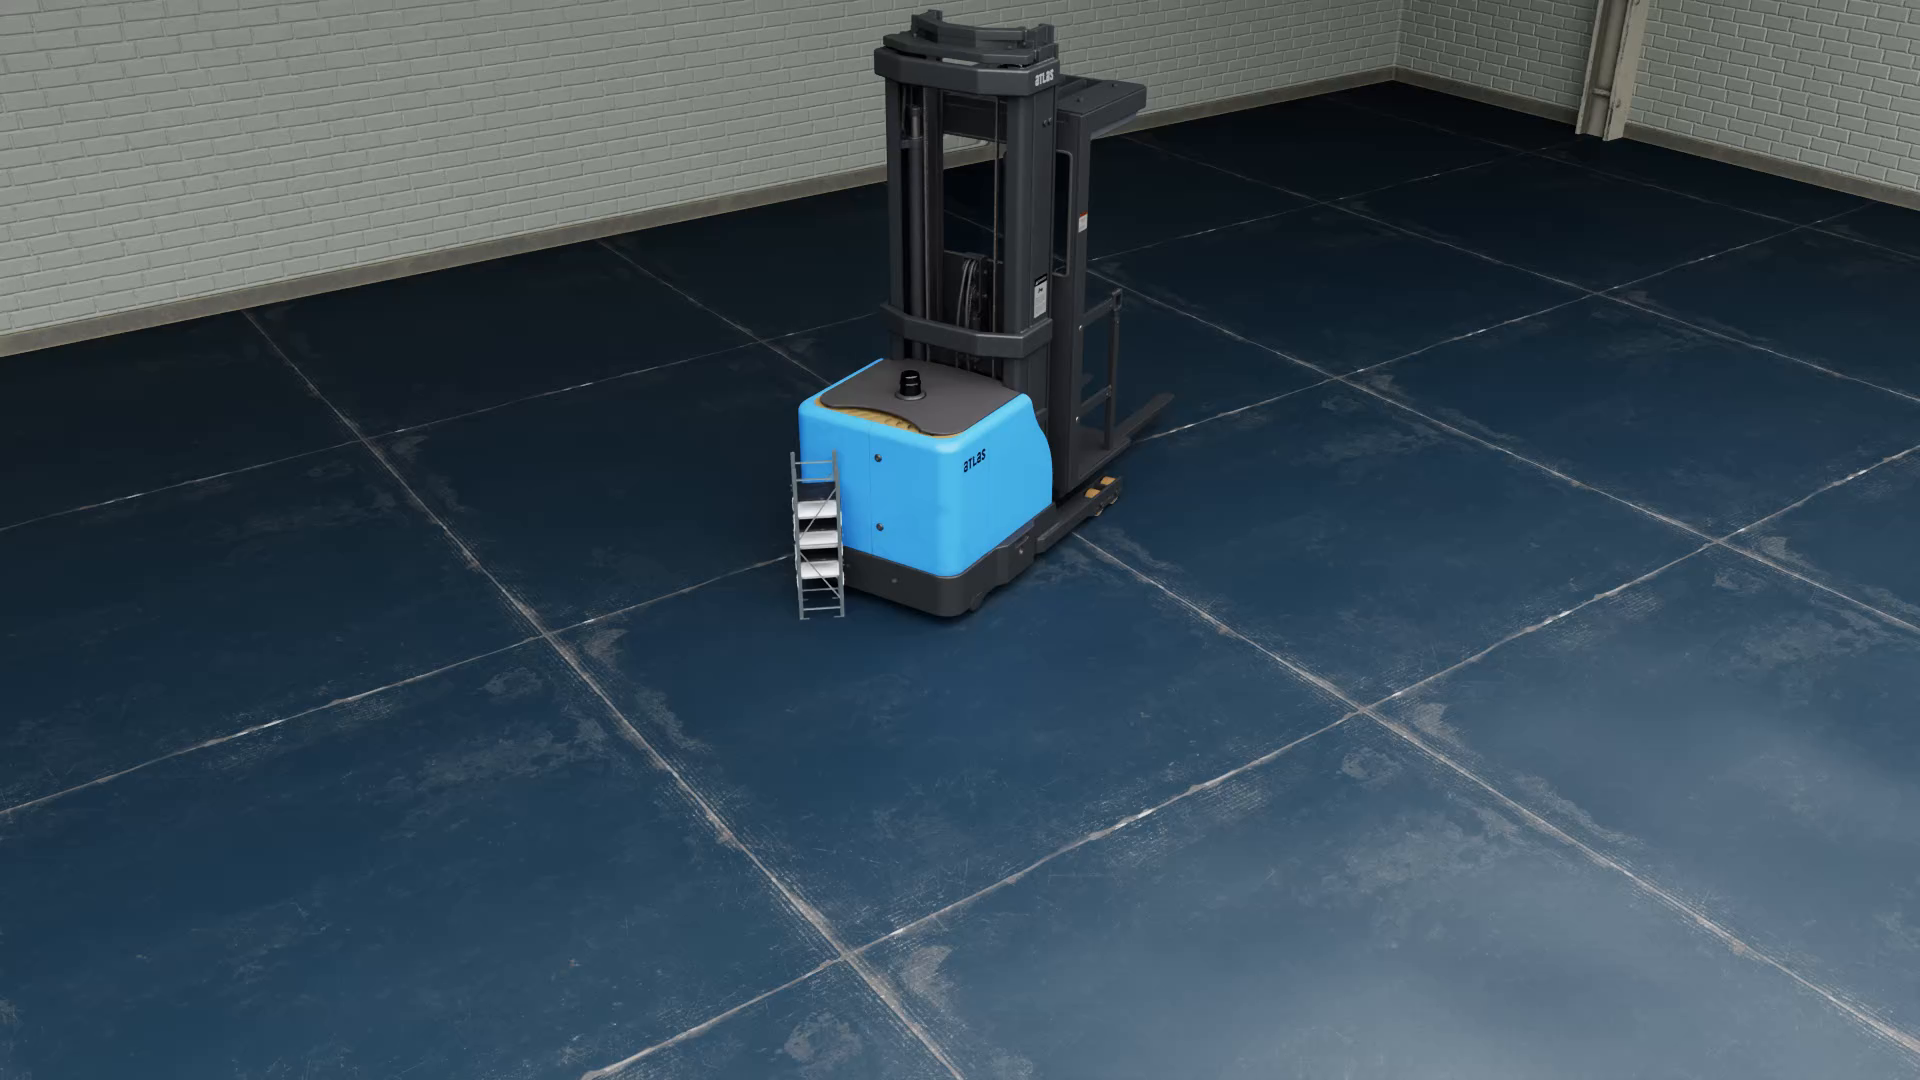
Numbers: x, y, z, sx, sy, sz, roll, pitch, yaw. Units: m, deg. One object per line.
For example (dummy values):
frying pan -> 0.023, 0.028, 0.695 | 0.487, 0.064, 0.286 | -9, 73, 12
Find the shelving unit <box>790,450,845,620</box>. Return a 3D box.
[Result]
shelving unit -> -0.756, -0.022, 8.847 | 0.258, 0.900, 0.210 | -3, 29, -6

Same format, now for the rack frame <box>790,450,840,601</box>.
rack frame -> -0.769, -0.070, 8.935 | 0.240, 0.900, 0.006 | -3, 29, -6

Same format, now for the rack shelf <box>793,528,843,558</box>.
rack shelf -> -0.756, 0.008, 8.863 | 0.258, 0.077, 0.200 | -3, 29, -6

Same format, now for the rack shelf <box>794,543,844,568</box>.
rack shelf -> -0.756, 0.087, 8.906 | 0.258, 0.077, 0.200 | -3, 29, -6

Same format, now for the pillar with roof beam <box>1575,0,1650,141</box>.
pillar with roof beam -> 3.294, -7.073, 13.345 | 9.100, 9.000, 0.400 | -19, 34, -31

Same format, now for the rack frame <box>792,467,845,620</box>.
rack frame -> -0.743, 0.027, 8.758 | 0.240, 0.900, 0.006 | -3, 29, -6

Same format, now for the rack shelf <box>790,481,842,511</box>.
rack shelf -> -0.756, -0.229, 8.734 | 0.258, 0.077, 0.200 | -3, 29, -6

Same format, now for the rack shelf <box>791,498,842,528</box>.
rack shelf -> -0.756, -0.150, 8.777 | 0.258, 0.077, 0.200 | -3, 29, -6

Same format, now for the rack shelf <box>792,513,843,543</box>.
rack shelf -> -0.756, -0.071, 8.820 | 0.258, 0.077, 0.200 | -3, 29, -6

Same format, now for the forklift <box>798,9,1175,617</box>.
forklift -> 0.336, -1.539, 9.513 | 1.130, 2.935, 3.031 | 17, 33, 28

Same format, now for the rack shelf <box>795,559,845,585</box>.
rack shelf -> -0.756, 0.166, 8.949 | 0.258, 0.077, 0.200 | -3, 29, -6
